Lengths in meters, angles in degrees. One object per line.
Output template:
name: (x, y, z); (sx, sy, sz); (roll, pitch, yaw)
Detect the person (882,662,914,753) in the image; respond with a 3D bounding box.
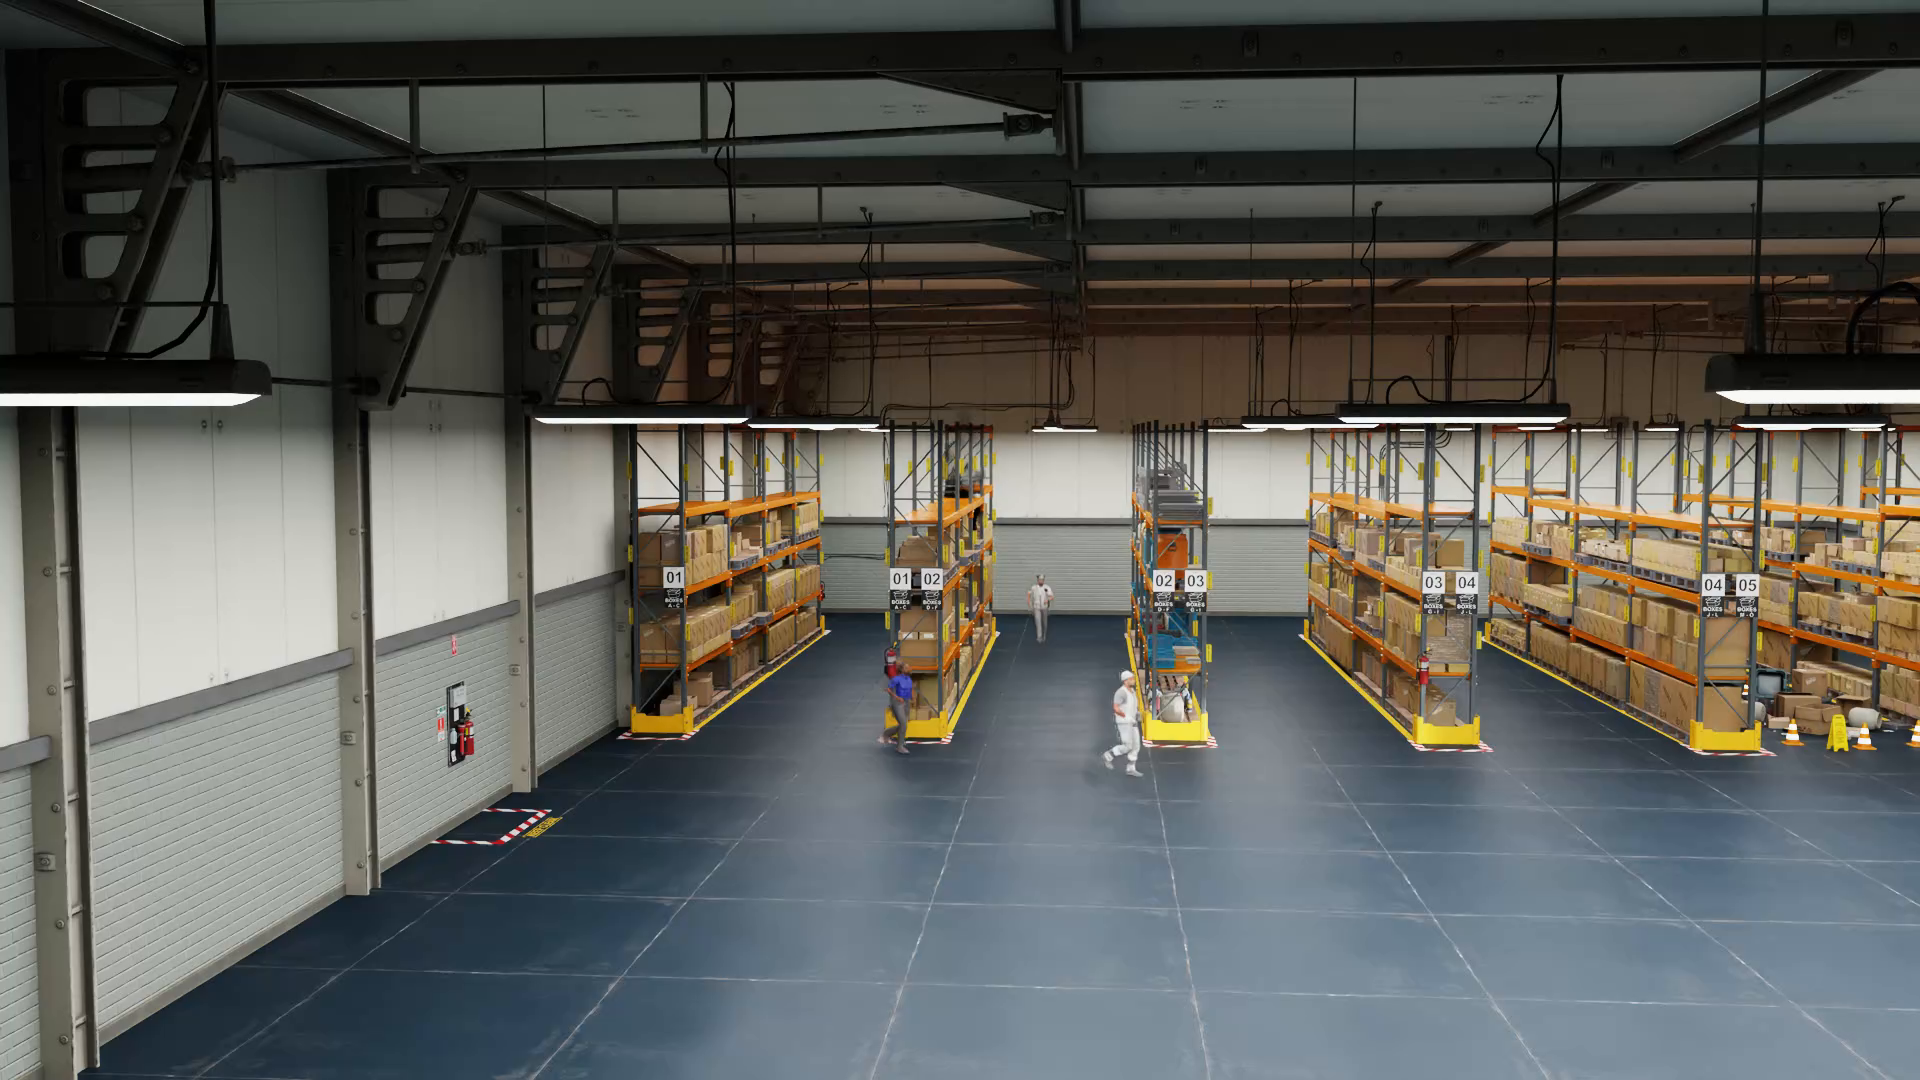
person: (-1.076, 3.023, 30.226); (0.617, 1.612, 0.616); (3, 5, 40)

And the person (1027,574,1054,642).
person: (2.115, 1.805, 43.706); (0.693, 1.804, 0.956); (0, 4, 0)

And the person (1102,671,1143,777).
person: (2.761, 3.076, 27.975); (0.717, 1.771, 0.683); (2, 4, 29)
